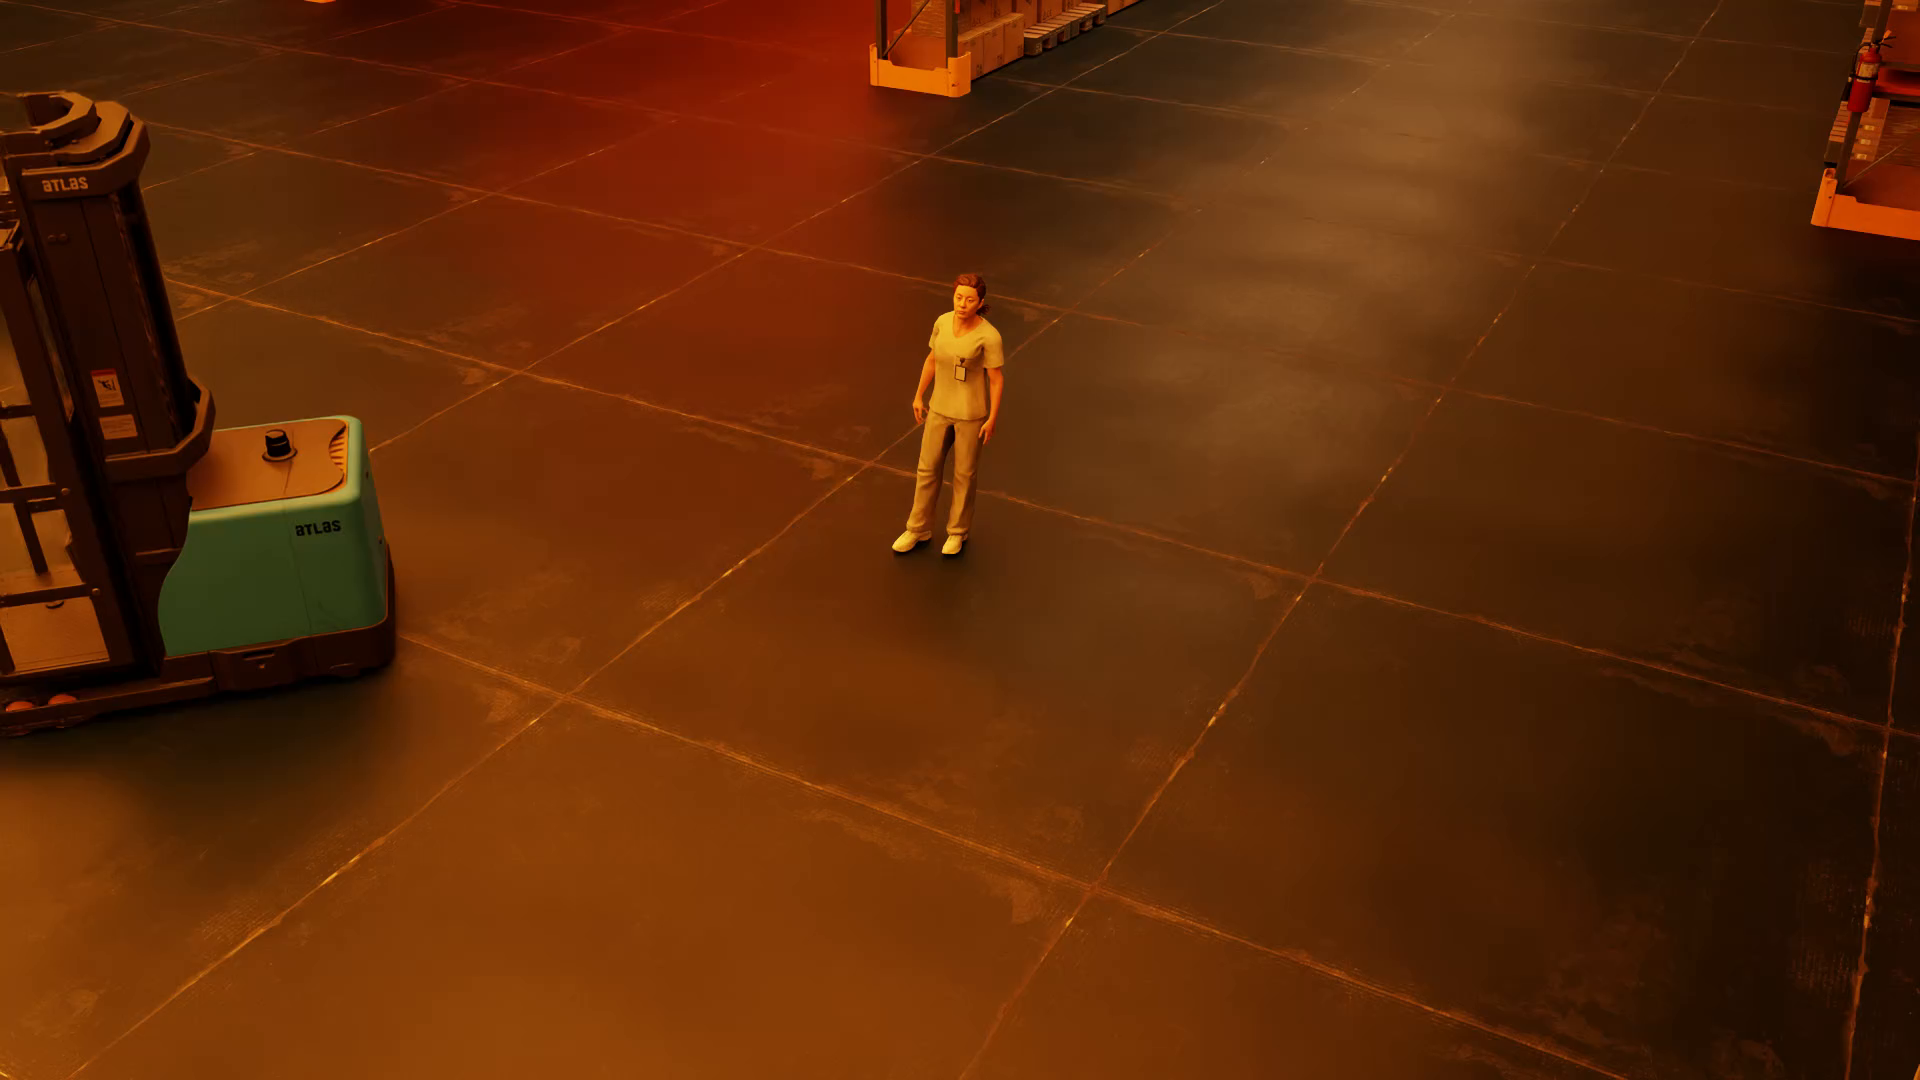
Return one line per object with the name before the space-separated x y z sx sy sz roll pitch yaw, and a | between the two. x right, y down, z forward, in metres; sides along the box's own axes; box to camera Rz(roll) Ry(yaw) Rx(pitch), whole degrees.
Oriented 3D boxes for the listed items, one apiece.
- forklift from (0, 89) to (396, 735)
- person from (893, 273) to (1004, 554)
forklift | -4.566 -0.590 8.093 3.031 2.935 1.130 -9 31 -15
person | -0.047 -0.703 9.530 0.549 1.675 0.549 15 33 25
